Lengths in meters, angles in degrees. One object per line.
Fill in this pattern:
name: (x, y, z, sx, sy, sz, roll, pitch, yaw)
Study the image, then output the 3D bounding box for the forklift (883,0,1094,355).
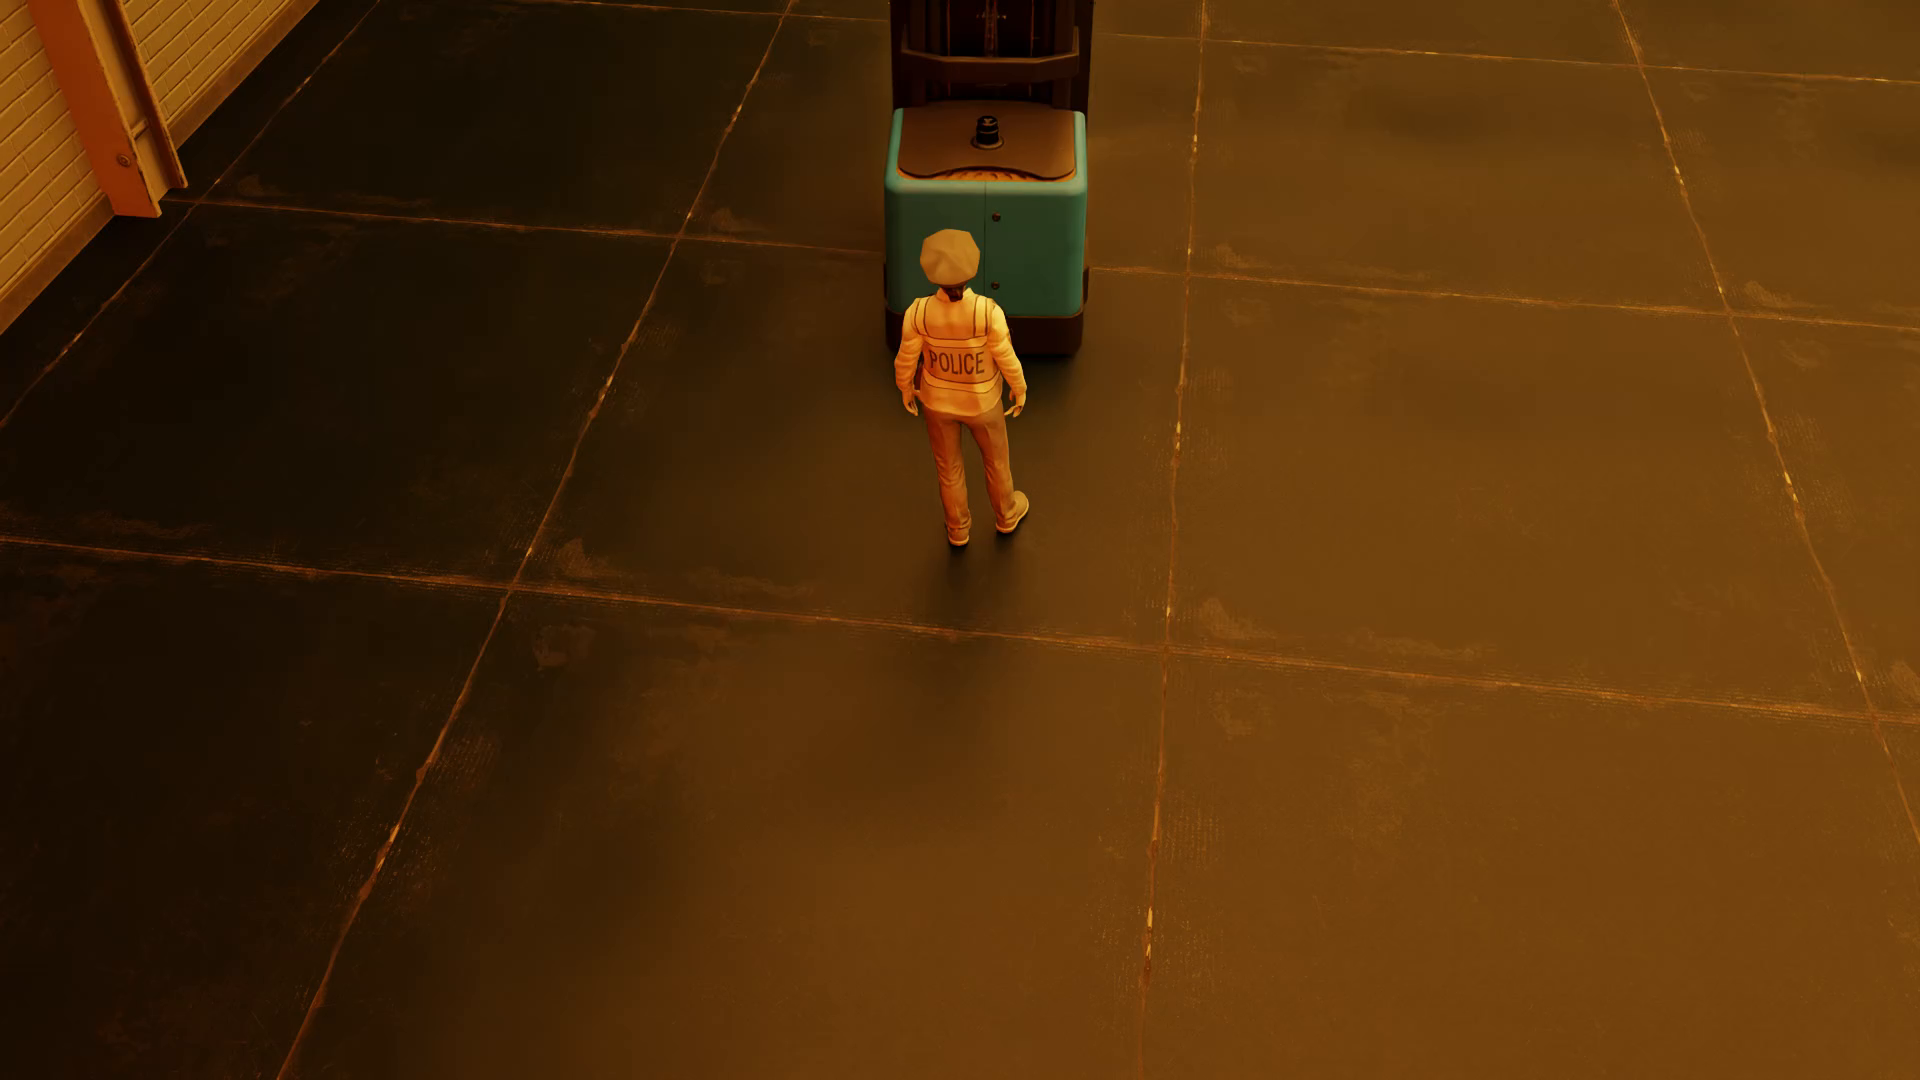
forklift: (0.179, -3.046, 9.040, 1.130, 2.935, 3.031, 1, 43, 2)

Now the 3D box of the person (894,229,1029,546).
person: (0.015, -0.674, 7.361, 0.587, 1.696, 0.534, 5, 43, 6)
